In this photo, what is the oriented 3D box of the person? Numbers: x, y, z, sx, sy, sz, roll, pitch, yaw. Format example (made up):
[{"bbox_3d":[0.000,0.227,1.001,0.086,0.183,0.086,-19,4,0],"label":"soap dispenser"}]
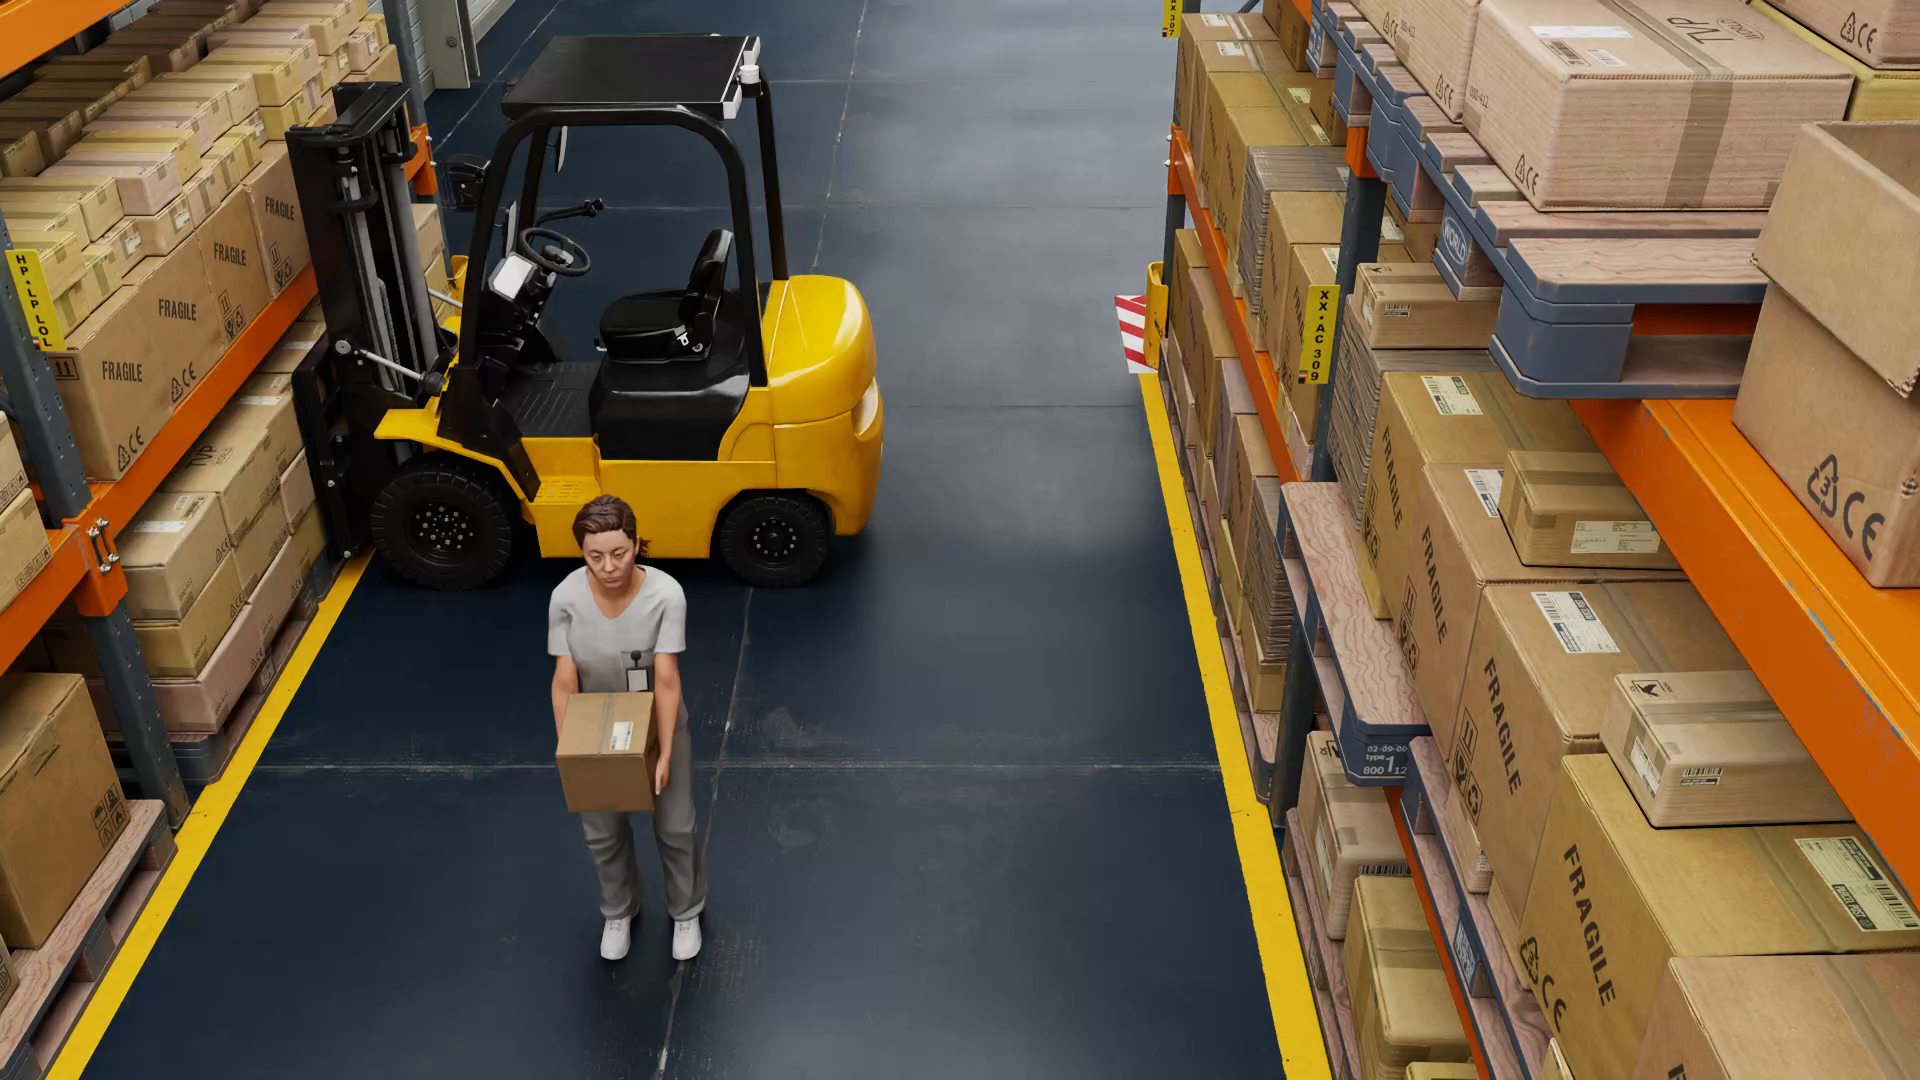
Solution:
[{"bbox_3d":[-1.018,0.643,5.106,0.410,1.668,0.500,-1,32,-1],"label":"person"}]
